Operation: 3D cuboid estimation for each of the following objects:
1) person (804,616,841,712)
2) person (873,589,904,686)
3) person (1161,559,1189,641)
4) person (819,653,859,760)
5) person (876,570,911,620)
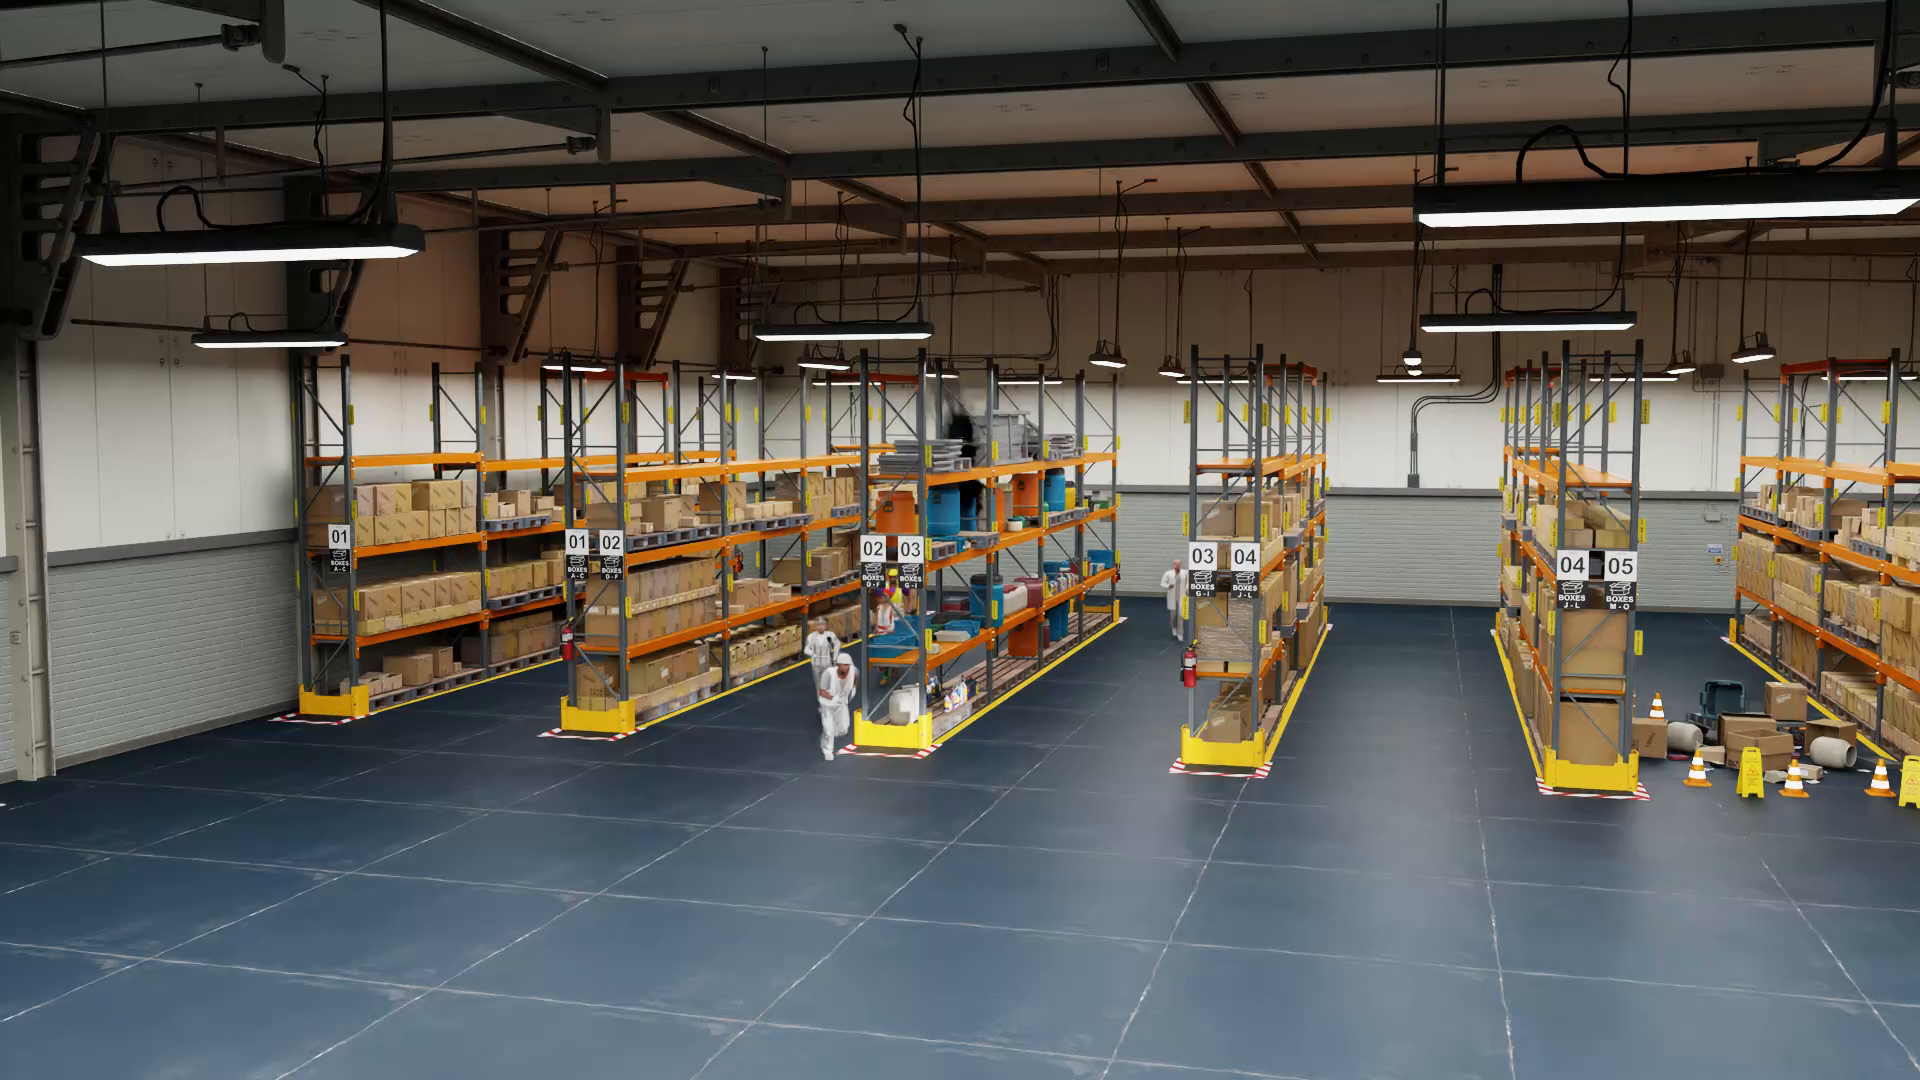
[{"bbox_3d":[-2.288,2.103,27.516,0.552,1.735,0.801,1,4,7],"label":"person"},{"bbox_3d":[-1.325,1.800,31.046,0.648,1.777,0.796,2,5,23],"label":"person"},{"bbox_3d":[4.824,1.307,37.020,0.710,1.771,1.034,0,4,4],"label":"person"},{"bbox_3d":[-1.737,2.406,24.076,0.706,1.605,0.841,-3,5,-31],"label":"person"},{"bbox_3d":[-1.393,1.512,34.876,0.725,1.769,0.824,0,4,2],"label":"person"}]
